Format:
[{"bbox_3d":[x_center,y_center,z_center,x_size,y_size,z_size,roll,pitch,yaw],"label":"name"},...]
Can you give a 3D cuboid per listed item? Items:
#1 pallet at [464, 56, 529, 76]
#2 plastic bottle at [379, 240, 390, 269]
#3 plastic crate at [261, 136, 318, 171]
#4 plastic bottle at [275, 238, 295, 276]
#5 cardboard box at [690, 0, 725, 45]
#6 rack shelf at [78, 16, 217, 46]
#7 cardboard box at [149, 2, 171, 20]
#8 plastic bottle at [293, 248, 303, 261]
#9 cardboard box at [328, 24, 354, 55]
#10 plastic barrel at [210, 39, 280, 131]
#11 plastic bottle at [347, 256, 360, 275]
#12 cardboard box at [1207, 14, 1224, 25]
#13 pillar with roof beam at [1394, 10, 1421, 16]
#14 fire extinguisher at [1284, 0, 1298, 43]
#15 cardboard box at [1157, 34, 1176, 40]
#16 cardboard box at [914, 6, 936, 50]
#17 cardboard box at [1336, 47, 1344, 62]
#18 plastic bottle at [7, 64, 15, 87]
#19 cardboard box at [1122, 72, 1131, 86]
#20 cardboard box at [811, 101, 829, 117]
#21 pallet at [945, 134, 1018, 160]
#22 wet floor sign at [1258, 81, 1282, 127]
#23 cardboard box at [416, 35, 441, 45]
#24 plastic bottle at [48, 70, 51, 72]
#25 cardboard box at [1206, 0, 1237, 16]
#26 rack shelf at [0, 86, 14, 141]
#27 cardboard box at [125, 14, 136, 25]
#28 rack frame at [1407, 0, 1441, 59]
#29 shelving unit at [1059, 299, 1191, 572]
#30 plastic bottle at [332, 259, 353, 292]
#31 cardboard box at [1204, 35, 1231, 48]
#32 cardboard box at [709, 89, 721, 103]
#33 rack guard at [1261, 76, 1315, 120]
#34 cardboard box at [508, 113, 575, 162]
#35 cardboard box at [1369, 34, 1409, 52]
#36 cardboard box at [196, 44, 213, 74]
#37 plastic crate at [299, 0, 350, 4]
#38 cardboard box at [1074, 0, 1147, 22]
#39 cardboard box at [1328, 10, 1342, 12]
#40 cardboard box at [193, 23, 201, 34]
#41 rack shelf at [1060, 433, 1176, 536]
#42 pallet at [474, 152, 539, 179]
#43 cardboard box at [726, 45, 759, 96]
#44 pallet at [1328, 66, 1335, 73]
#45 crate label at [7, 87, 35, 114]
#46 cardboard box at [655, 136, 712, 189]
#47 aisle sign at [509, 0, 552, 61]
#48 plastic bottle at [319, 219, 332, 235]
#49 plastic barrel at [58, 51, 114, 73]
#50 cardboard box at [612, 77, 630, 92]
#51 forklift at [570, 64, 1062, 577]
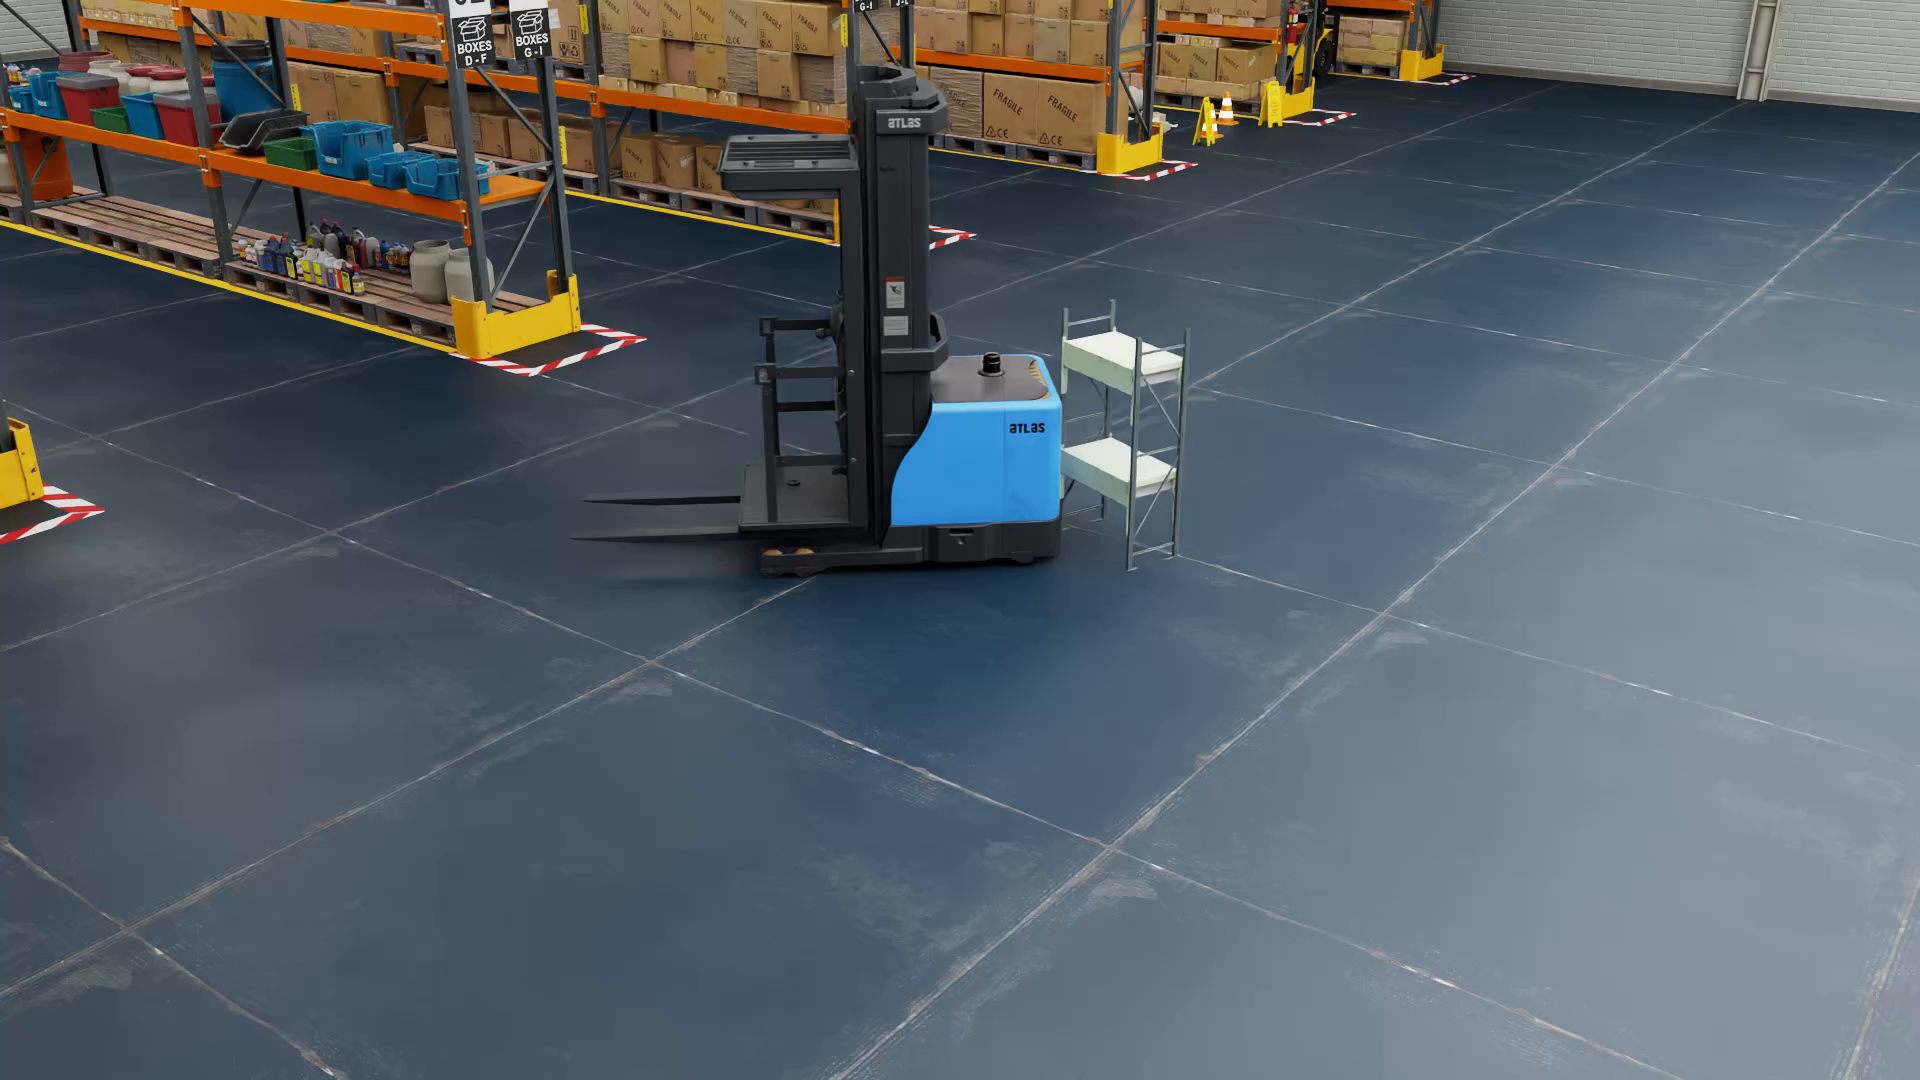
[{"bbox_3d":[-5.632,-6.116,21.149,1.213,0.211,1.003,17,29,33],"label":"pallet"},{"bbox_3d":[-5.590,-2.785,16.188,0.097,0.271,0.097,0,24,0],"label":"plastic bottle"},{"bbox_3d":[-6.094,-3.588,15.436,0.662,0.188,0.450,17,29,33],"label":"plastic crate"},{"bbox_3d":[-6.463,-2.719,15.939,0.185,0.351,0.144,15,28,31],"label":"plastic bottle"},{"bbox_3d":[-2.625,-5.792,18.442,0.500,0.500,0.500,17,29,33],"label":"cardboard box"},{"bbox_3d":[-12.042,-7.791,25.605,4.000,0.370,1.077,17,29,33],"label":"rack shelf"},{"bbox_3d":[-11.777,-7.974,24.945,0.500,0.250,0.500,18,29,34],"label":"cardboard box"},{"bbox_3d":[-6.323,-2.659,15.902,0.097,0.271,0.097,0,24,0],"label":"plastic bottle"},{"bbox_3d":[-8.180,-6.877,22.514,0.500,0.500,0.500,17,29,33],"label":"cardboard box"},{"bbox_3d":[-7.138,-4.525,16.677,0.708,0.901,0.600,17,29,33],"label":"plastic barrel"},{"bbox_3d":[-5.664,-2.502,15.532,0.133,0.283,0.061,17,29,33],"label":"plastic bottle"},{"bbox_3d":[3.991,-7.986,25.465,0.250,0.149,0.380,17,29,34],"label":"cardboard box"},{"bbox_3d":[5.479,-11.350,25.350,0.400,9.000,9.100,17,29,33],"label":"pillar with roof beam"},{"bbox_3d":[4.919,-7.720,24.648,0.183,0.674,0.296,17,29,33],"label":"fire extinguisher"},{"bbox_3d":[3.355,-7.875,26.861,0.500,0.500,0.500,19,30,36],"label":"cardboard box"},{"bbox_3d":[-0.229,-7.136,23.039,0.550,0.550,0.875,17,29,33],"label":"cardboard box"},{"bbox_3d":[6.725,-8.727,29.727,0.500,0.250,0.500,17,29,34],"label":"cardboard box"},{"bbox_3d":[-11.180,-5.482,19.631,0.097,0.271,0.097,0,24,0],"label":"plastic bottle"},{"bbox_3d":[2.647,-7.478,26.892,0.500,0.250,0.500,19,30,36],"label":"cardboard box"},{"bbox_3d":[-1.391,-4.683,17.970,0.250,0.149,0.380,17,29,33],"label":"cardboard box"},{"bbox_3d":[0.557,-5.498,22.966,1.213,0.211,1.003,17,29,33],"label":"pallet"},{"bbox_3d":[4.614,-6.464,24.620,0.267,0.644,0.232,-15,28,-30],"label":"wet floor sign"},{"bbox_3d":[-6.785,-6.790,21.795,0.500,0.500,0.500,13,27,27],"label":"cardboard box"},{"bbox_3d":[-10.440,-5.258,19.124,0.097,0.271,0.097,0,24,0],"label":"plastic bottle"},{"bbox_3d":[4.107,-8.279,25.327,0.500,0.500,0.500,17,29,33],"label":"cardboard box"},{"bbox_3d":[-11.812,-5.226,19.783,4.000,0.370,1.077,17,29,33],"label":"rack shelf"},{"bbox_3d":[-12.526,-7.987,25.468,0.250,0.149,0.380,16,29,33],"label":"cardboard box"},{"bbox_3d":[8.078,-9.535,28.670,0.127,3.000,1.000,17,29,33],"label":"rack frame"},{"bbox_3d":[1.002,-0.658,10.384,0.431,1.500,0.755,-15,28,-30],"label":"shelving unit"},{"bbox_3d":[-5.728,-2.464,15.455,0.135,0.276,0.152,17,29,34],"label":"plastic bottle"},{"bbox_3d":[3.972,-7.683,25.622,0.250,0.149,0.380,18,29,35],"label":"cardboard box"},{"bbox_3d":[-2.613,-5.034,18.766,0.250,0.149,0.380,17,29,33],"label":"cardboard box"},{"bbox_3d":[5.043,-6.807,25.578,0.348,0.500,1.175,17,29,33],"label":"rack guard"},{"bbox_3d":[-5.337,-5.172,21.322,0.500,0.500,0.700,14,27,29],"label":"cardboard box"},{"bbox_3d":[7.501,-8.714,29.077,0.500,0.250,0.500,16,29,33],"label":"cardboard box"},{"bbox_3d":[-10.922,-7.042,25.127,0.875,0.875,0.875,17,29,33],"label":"cardboard box"},{"bbox_3d":[-5.517,-4.866,14.374,0.575,0.384,0.392,17,29,33],"label":"plastic crate"},{"bbox_3d":[1.942,-6.976,21.337,0.550,0.550,0.875,17,29,33],"label":"cardboard box"},{"bbox_3d":[6.605,-9.473,30.180,0.500,0.250,0.500,16,28,32],"label":"cardboard box"},{"bbox_3d":[-11.089,-7.552,24.482,0.250,0.149,0.380,17,29,34],"label":"cardboard box"},{"bbox_3d":[1.002,-0.360,10.516,0.431,0.370,0.720,-15,28,-30],"label":"rack shelf"},{"bbox_3d":[-5.645,-4.909,21.629,1.213,0.211,1.003,17,29,33],"label":"pallet"},{"bbox_3d":[-2.109,-5.276,18.510,0.500,0.500,0.875,17,29,33],"label":"cardboard box"},{"bbox_3d":[6.469,-8.725,30.291,1.213,0.211,1.003,17,29,33],"label":"pallet"},{"bbox_3d":[-10.099,-4.772,18.068,0.416,0.233,0.303,17,29,33],"label":"crate label"},{"bbox_3d":[-3.281,-4.505,19.833,0.500,0.500,0.500,-16,28,-31],"label":"cardboard box"},{"bbox_3d":[-3.577,-4.404,13.800,0.004,0.787,0.394,17,29,33],"label":"aisle sign"},{"bbox_3d":[-6.323,-3.030,16.647,0.185,0.351,0.144,16,28,32],"label":"plastic bottle"},{"bbox_3d":[-9.659,-5.119,18.480,0.708,0.536,0.600,17,29,33],"label":"plastic barrel"},{"bbox_3d":[-3.856,-5.373,19.537,0.250,0.149,0.380,17,29,33],"label":"cardboard box"},{"bbox_3d":[-0.915,-1.335,10.144,3.031,2.935,1.130,-2,24,-4],"label":"forklift"}]
